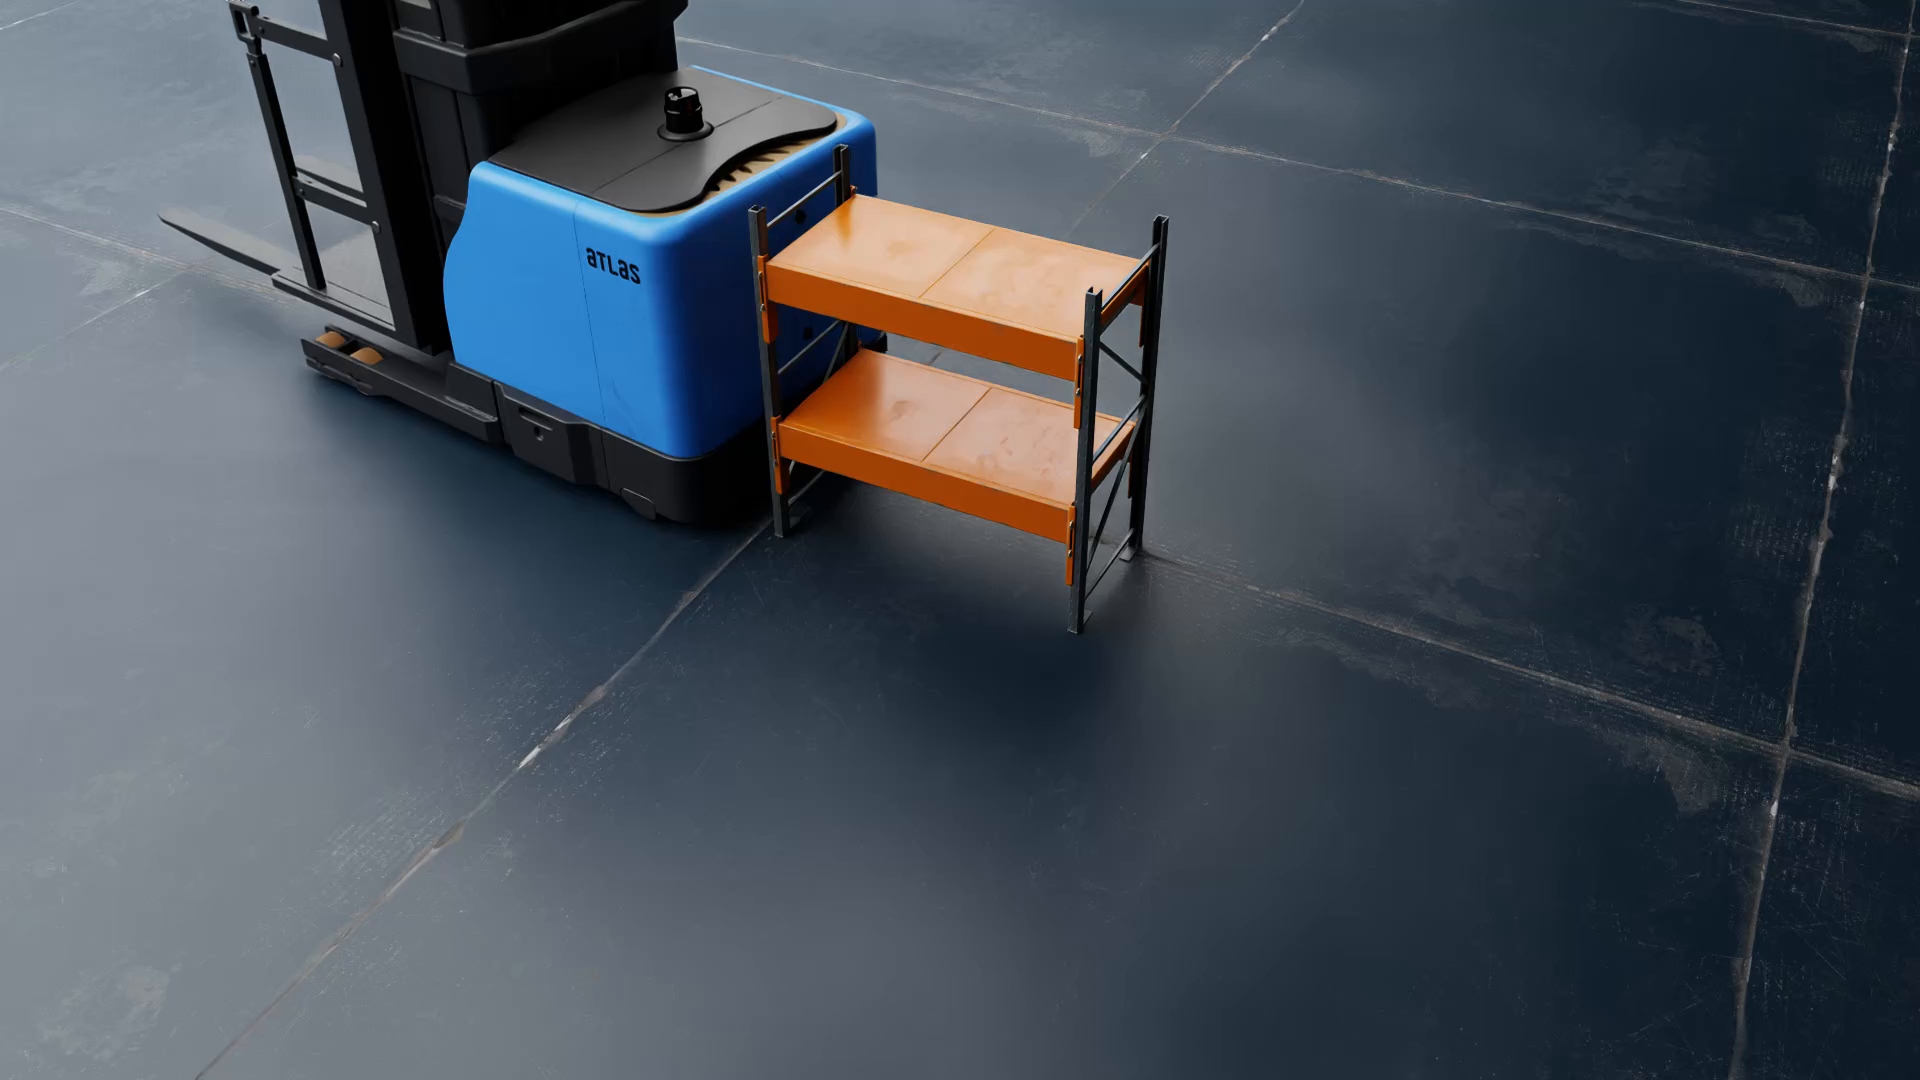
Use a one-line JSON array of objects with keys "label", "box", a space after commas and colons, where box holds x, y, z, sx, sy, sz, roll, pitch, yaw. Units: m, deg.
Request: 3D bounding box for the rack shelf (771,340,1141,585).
[{"label": "rack shelf", "box": [-0.006, -0.255, 5.060, 1.000, 0.278, 0.538, 17, 41, 21]}]

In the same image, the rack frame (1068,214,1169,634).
[{"label": "rack frame", "box": [0.445, -0.309, 4.726, 0.032, 1.125, 0.500, 17, 41, 21]}]

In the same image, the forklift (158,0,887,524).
[{"label": "forklift", "box": [-1.749, -1.921, 5.356, 3.031, 2.935, 1.130, 23, 43, 27]}]

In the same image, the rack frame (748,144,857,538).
[{"label": "rack frame", "box": [-0.457, -0.591, 5.099, 0.032, 1.125, 0.500, 17, 41, 21]}]

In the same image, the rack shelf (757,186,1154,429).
[{"label": "rack shelf", "box": [-0.006, -0.683, 4.735, 1.000, 0.278, 0.538, 17, 41, 21]}]

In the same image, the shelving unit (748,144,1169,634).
[{"label": "shelving unit", "box": [-0.006, -0.450, 4.912, 1.048, 1.125, 0.538, 17, 41, 21]}]
